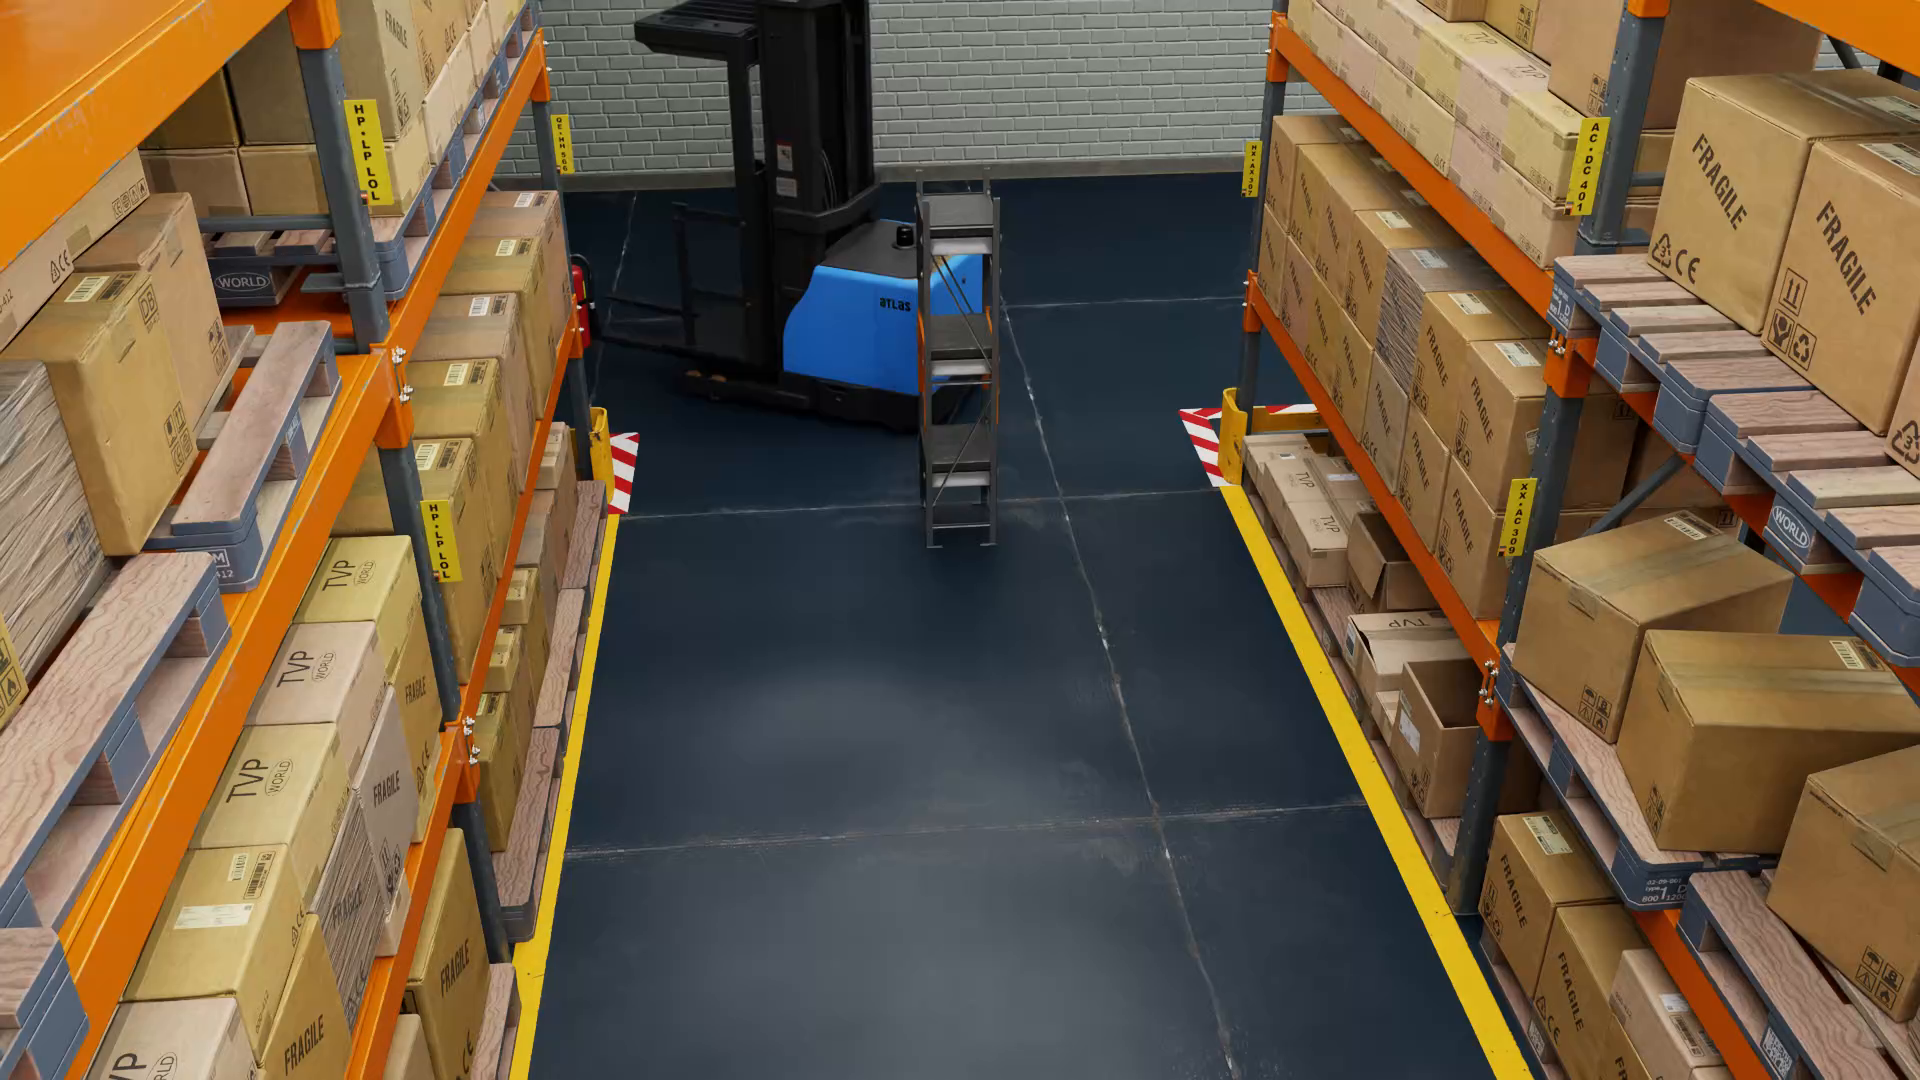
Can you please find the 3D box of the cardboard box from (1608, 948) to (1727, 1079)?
[{"bbox_3d":[2.488,1.592,5.437,0.500,0.250,0.500,-3,31,-4],"label":"cardboard box"}]

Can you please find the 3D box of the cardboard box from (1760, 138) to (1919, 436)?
[{"bbox_3d":[2.651,-0.692,4.454,0.600,0.600,0.600,-3,31,-5],"label":"cardboard box"}]

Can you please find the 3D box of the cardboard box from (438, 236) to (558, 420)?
[{"bbox_3d":[-2.577,-1.040,8.274,0.980,0.700,0.700,-3,31,-5],"label":"cardboard box"}]

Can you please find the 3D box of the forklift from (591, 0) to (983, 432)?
[{"bbox_3d":[-1.382,-2.448,10.990,3.031,2.935,1.130,12,33,20],"label":"forklift"}]

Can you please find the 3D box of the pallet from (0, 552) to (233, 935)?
[{"bbox_3d":[-2.186,0.438,3.350,1.003,0.211,1.213,-1,31,-2],"label":"pallet"}]

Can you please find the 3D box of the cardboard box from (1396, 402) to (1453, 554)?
[{"bbox_3d":[2.240,-0.288,7.210,0.500,0.500,0.500,-2,31,-3],"label":"cardboard box"}]

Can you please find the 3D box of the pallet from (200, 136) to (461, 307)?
[{"bbox_3d":[-2.406,-1.168,5.942,1.003,0.211,1.213,-3,31,-5],"label":"pallet"}]

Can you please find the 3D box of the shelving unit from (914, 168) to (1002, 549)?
[{"bbox_3d":[-0.015,-0.986,9.353,0.431,2.100,0.503,-3,31,-5],"label":"shelving unit"}]

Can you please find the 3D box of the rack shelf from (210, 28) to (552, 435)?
[{"bbox_3d":[-2.527,-1.500,7.113,1.077,0.370,4.000,-3,31,-5],"label":"rack shelf"}]

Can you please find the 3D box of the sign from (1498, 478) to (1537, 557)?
[{"bbox_3d":[2.052,-0.081,6.116,0.100,0.325,0.005,-3,31,-5],"label":"sign"}]

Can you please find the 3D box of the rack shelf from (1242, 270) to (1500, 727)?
[{"bbox_3d":[2.405,-0.452,8.282,1.077,0.370,4.000,-3,31,-5],"label":"rack shelf"}]

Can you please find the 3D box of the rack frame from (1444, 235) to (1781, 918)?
[{"bbox_3d":[2.592,0.261,6.388,1.000,3.000,0.127,-3,31,-5],"label":"rack frame"}]

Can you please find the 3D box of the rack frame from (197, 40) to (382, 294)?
[{"bbox_3d":[-2.340,-2.076,4.450,1.000,3.000,0.127,-3,31,-5],"label":"rack frame"}]

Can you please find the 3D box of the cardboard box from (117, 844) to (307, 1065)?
[{"bbox_3d":[-1.907,1.007,4.001,0.500,0.250,0.500,-3,31,-6],"label":"cardboard box"}]

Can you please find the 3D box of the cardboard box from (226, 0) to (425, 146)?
[{"bbox_3d":[-2.127,-1.646,5.563,0.500,0.500,0.500,-3,31,-5],"label":"cardboard box"}]

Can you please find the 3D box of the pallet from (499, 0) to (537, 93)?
[{"bbox_3d":[-2.634,-2.414,8.027,1.003,0.211,1.213,-3,31,-5],"label":"pallet"}]

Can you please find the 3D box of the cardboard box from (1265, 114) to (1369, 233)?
[{"bbox_3d":[1.997,-2.015,9.125,0.500,0.500,0.500,-2,31,-3],"label":"cardboard box"}]

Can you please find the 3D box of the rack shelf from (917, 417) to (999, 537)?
[{"bbox_3d":[-0.015,-0.373,9.719,0.431,0.518,0.480,-3,31,-5],"label":"rack shelf"}]

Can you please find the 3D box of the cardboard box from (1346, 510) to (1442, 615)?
[{"bbox_3d":[2.411,0.185,8.521,0.797,0.503,0.637,-3,31,-5],"label":"cardboard box"}]

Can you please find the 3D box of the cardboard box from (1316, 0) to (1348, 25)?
[{"bbox_3d":[2.047,-2.689,8.061,0.500,0.250,0.500,-3,31,-5],"label":"cardboard box"}]

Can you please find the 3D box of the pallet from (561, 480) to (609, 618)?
[{"bbox_3d":[-2.561,0.059,9.445,1.003,0.211,1.213,-3,31,-5],"label":"pallet"}]

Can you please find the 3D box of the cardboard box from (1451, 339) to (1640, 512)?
[{"bbox_3d":[2.287,-0.457,6.518,0.500,0.500,0.500,-3,31,-4],"label":"cardboard box"}]

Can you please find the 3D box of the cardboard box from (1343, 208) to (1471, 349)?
[{"bbox_3d":[2.144,-1.233,7.817,0.500,0.500,0.500,-3,31,-5],"label":"cardboard box"}]

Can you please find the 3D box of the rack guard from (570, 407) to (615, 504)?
[{"bbox_3d":[-2.716,-0.481,10.068,1.175,0.500,0.348,-3,31,-5],"label":"rack guard"}]

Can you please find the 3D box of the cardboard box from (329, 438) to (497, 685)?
[{"bbox_3d":[-2.374,0.093,6.376,0.980,0.700,0.700,-2,31,-4],"label":"cardboard box"}]

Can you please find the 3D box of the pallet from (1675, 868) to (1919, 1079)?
[{"bbox_3d":[2.779,1.393,4.681,1.003,0.211,1.213,-3,31,-5],"label":"pallet"}]

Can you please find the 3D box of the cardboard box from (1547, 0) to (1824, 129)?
[{"bbox_3d":[2.508,-1.746,5.750,0.700,0.500,0.500,-3,31,-5],"label":"cardboard box"}]

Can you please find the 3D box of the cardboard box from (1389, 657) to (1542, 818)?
[{"bbox_3d":[2.256,0.868,7.381,0.500,0.500,0.500,-3,31,-5],"label":"cardboard box"}]

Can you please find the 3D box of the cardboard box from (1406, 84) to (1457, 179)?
[{"bbox_3d":[2.190,-1.709,6.907,0.500,0.250,0.500,-3,31,-5],"label":"cardboard box"}]

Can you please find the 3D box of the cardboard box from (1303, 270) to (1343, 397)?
[{"bbox_3d":[2.095,-1.066,8.512,0.500,0.500,0.500,-3,31,-5],"label":"cardboard box"}]

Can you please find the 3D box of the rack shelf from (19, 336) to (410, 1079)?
[{"bbox_3d":[-2.153,0.542,3.694,1.077,0.370,4.000,-3,31,-5],"label":"rack shelf"}]

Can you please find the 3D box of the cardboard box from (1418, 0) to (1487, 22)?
[{"bbox_3d":[2.352,-2.511,7.031,0.700,0.500,0.500,-3,31,-5],"label":"cardboard box"}]

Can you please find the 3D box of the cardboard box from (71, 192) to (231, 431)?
[{"bbox_3d":[-2.367,-0.565,4.319,0.700,0.500,0.500,-4,31,-7],"label":"cardboard box"}]

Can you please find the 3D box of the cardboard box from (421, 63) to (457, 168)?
[{"bbox_3d":[-2.175,-1.573,6.172,0.500,0.250,0.500,-3,31,-6],"label":"cardboard box"}]

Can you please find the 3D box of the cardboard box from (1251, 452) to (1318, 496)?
[{"bbox_3d":[1.939,-0.396,9.822,0.380,0.166,0.250,-3,31,-5],"label":"cardboard box"}]

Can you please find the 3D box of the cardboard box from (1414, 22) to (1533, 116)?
[{"bbox_3d":[2.188,-1.923,6.779,0.500,0.250,0.500,-3,31,-5],"label":"cardboard box"}]

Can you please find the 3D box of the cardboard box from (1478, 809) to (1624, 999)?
[{"bbox_3d":[2.395,1.404,6.484,0.500,0.500,0.500,-4,31,-7],"label":"cardboard box"}]

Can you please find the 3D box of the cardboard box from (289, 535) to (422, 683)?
[{"bbox_3d":[-2.041,0.225,5.310,0.500,0.250,0.500,-2,31,-3],"label":"cardboard box"}]

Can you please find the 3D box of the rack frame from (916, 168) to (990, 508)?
[{"bbox_3d":[-0.038,-1.111,9.562,0.400,2.100,0.015,-3,31,-5],"label":"rack frame"}]

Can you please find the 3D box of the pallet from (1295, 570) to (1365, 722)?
[{"bbox_3d":[2.412,0.483,8.736,1.003,0.211,1.213,-3,31,-5],"label":"pallet"}]

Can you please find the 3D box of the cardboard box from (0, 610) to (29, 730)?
[{"bbox_3d":[-2.209,0.227,2.994,0.700,0.500,0.500,-1,31,-2],"label":"cardboard box"}]

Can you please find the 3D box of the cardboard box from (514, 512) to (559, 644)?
[{"bbox_3d":[-2.454,0.215,8.492,0.700,0.500,0.500,-4,31,-6],"label":"cardboard box"}]

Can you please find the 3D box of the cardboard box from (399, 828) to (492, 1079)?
[{"bbox_3d":[-2.150,1.568,5.886,0.750,0.750,0.750,-2,31,-4],"label":"cardboard box"}]

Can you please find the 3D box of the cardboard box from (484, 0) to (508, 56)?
[{"bbox_3d":[-2.331,-2.362,7.493,0.500,0.250,0.500,-4,31,-6],"label":"cardboard box"}]

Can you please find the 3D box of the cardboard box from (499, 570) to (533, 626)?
[{"bbox_3d":[-2.207,0.277,7.756,0.380,0.149,0.250,-4,31,-6],"label":"cardboard box"}]

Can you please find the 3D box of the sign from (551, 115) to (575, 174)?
[{"bbox_3d":[-2.172,-2.160,9.081,0.100,0.325,0.005,-3,31,-5],"label":"sign"}]

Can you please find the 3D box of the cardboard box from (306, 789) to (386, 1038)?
[{"bbox_3d":[-1.950,1.061,4.641,0.500,0.500,0.500,-3,31,-4],"label":"cardboard box"}]

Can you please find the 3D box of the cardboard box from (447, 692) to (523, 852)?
[{"bbox_3d":[-2.308,1.006,7.169,0.700,0.500,0.500,-2,31,-4],"label":"cardboard box"}]

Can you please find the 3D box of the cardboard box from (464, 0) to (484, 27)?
[{"bbox_3d":[-2.280,-2.428,6.873,0.500,0.500,0.500,-4,31,-7],"label":"cardboard box"}]

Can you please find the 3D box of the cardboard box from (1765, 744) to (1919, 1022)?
[{"bbox_3d":[2.818,0.937,4.750,0.700,0.500,0.500,-11,32,-17],"label":"cardboard box"}]

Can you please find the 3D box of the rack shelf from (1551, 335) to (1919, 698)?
[{"bbox_3d":[2.779,0.303,4.094,1.077,0.370,4.000,-3,31,-5],"label":"rack shelf"}]

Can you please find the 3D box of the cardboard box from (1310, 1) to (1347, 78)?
[{"bbox_3d":[2.047,-2.475,8.189,0.500,0.250,0.500,-3,31,-5],"label":"cardboard box"}]

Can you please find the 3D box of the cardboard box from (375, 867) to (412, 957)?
[{"bbox_3d":[-1.917,1.152,5.121,0.380,0.149,0.250,-3,31,-5],"label":"cardboard box"}]
